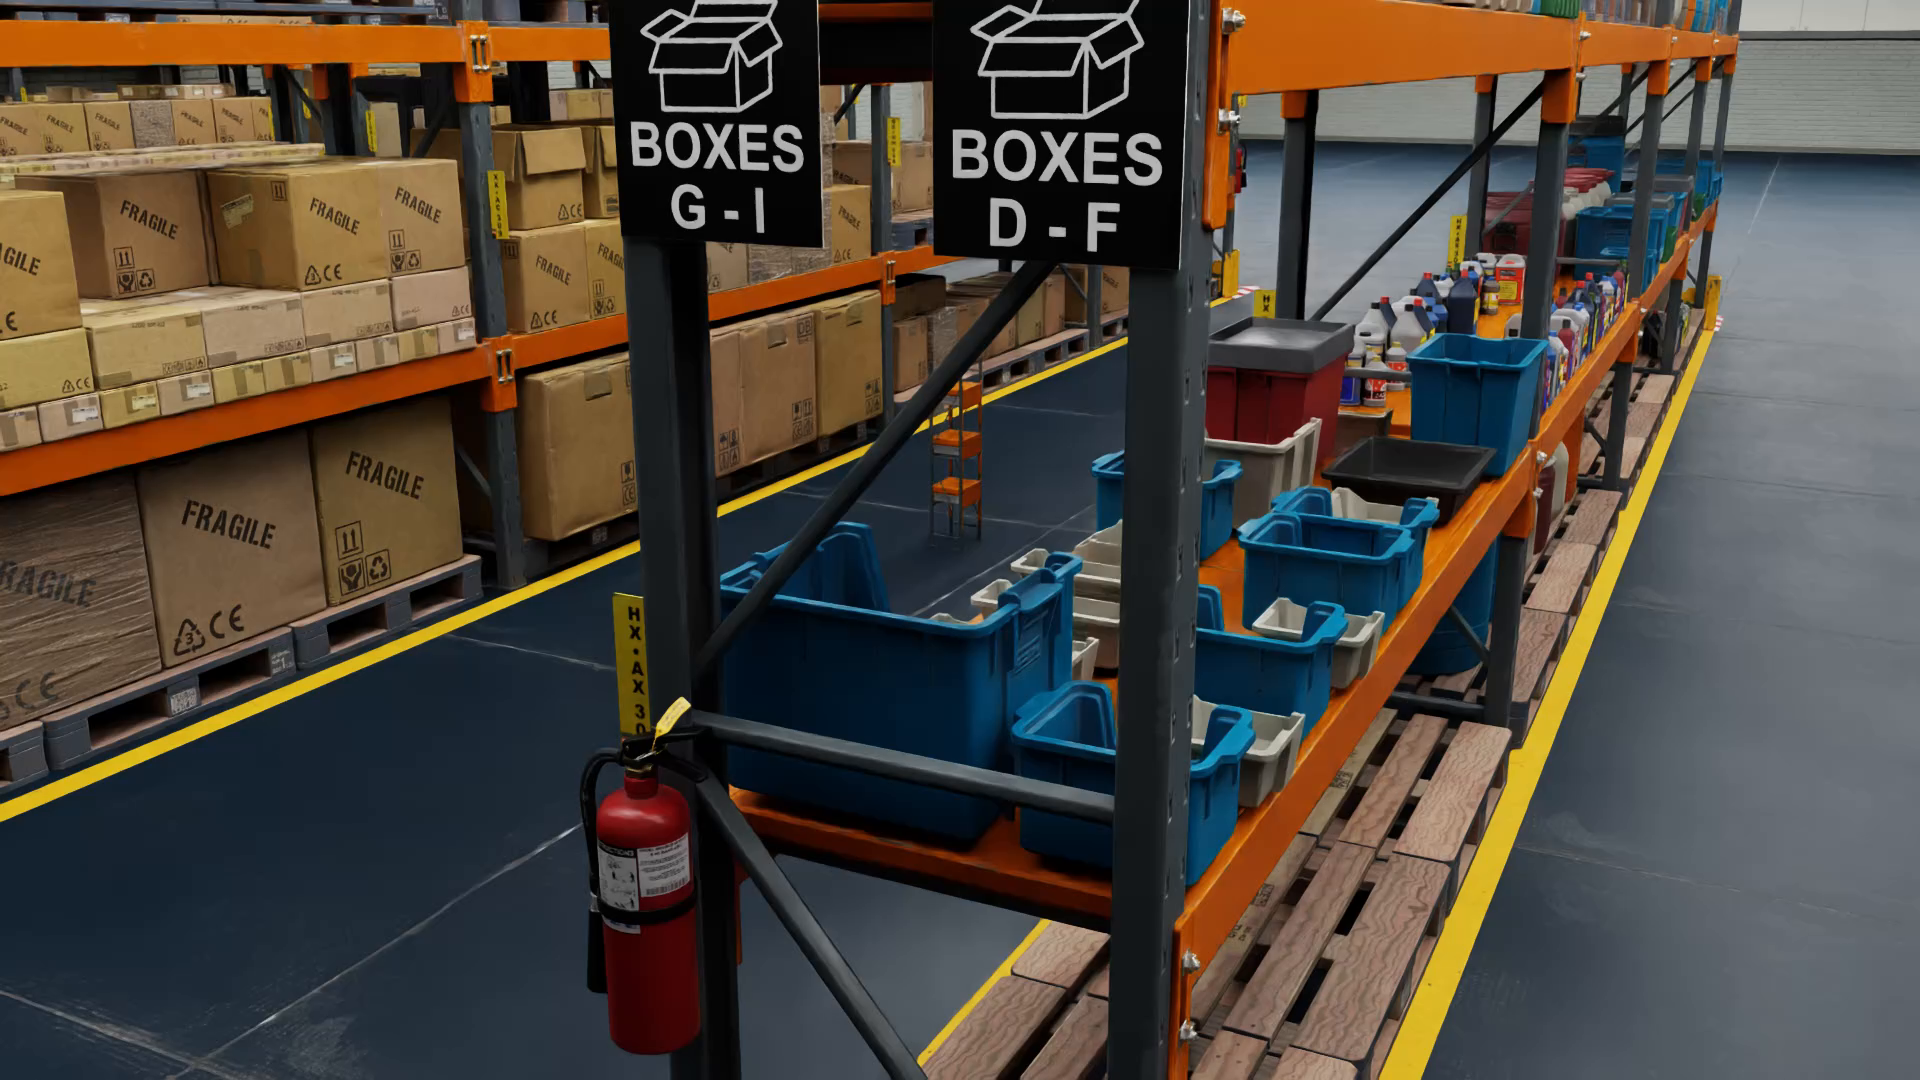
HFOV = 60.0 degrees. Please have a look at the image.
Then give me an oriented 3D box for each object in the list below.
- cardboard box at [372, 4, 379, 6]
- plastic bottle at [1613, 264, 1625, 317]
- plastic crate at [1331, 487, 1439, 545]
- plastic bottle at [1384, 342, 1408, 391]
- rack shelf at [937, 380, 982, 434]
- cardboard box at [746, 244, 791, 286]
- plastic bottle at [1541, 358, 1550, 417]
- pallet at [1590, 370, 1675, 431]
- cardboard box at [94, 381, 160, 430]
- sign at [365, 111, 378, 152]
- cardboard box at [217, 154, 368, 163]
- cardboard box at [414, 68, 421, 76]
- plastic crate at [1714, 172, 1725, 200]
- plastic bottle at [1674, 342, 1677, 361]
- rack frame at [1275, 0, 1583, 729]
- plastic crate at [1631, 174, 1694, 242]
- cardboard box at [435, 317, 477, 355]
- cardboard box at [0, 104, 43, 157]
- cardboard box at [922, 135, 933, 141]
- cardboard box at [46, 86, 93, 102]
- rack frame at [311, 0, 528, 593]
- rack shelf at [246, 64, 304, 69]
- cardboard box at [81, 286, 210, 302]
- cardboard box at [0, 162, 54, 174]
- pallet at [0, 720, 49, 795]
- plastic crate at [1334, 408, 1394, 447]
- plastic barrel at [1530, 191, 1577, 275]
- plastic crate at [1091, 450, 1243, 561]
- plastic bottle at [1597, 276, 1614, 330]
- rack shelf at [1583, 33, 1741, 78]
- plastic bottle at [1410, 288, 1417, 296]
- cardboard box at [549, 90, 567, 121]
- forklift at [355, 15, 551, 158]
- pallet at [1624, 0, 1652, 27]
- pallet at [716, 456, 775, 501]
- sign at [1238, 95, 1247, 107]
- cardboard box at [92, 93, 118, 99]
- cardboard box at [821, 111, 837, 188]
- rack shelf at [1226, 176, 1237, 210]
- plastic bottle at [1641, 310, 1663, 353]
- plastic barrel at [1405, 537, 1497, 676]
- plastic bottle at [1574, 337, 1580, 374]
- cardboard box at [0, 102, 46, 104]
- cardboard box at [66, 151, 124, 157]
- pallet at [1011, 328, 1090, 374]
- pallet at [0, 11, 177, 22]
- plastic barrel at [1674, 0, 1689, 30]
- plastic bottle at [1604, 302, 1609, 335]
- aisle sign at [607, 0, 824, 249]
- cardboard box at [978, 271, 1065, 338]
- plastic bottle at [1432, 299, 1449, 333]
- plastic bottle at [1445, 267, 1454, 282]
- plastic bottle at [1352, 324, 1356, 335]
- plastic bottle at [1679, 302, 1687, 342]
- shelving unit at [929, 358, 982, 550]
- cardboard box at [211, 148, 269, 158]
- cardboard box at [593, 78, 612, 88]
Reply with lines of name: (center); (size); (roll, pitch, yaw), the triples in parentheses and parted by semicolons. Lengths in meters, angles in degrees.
cardboard box: (-5.147, -4.870, 14.628); (0.500, 0.311, 0.500); (8, 18, 25)
plastic bottle: (3.575, -1.362, 9.048); (0.061, 0.283, 0.133); (8, 18, 25)
plastic crate: (1.181, -0.036, 4.735); (0.293, 0.136, 0.466); (8, 18, 25)
plastic bottle: (1.860, -0.744, 7.109); (0.097, 0.201, 0.097); (0, 17, 0)
rack shelf: (-0.024, -0.752, 9.251); (0.215, 0.259, 0.240); (8, 18, 25)
cardboard box: (-1.409, -1.896, 10.465); (0.500, 0.500, 0.500); (7, 18, 24)
plastic bottle: (2.295, -0.633, 6.591); (0.061, 0.283, 0.133); (8, 18, 25)
pallet: (4.949, -1.112, 12.896); (1.003, 0.211, 1.213); (8, 18, 25)
cardboard box: (-3.388, -0.547, 6.538); (0.380, 0.149, 0.250); (8, 18, 24)
sign: (-4.856, -3.372, 13.714); (0.100, 0.325, 0.005); (8, 18, 25)
cardboard box: (-3.184, -1.586, 8.021); (0.500, 0.500, 0.500); (8, 18, 25)
cardboard box: (-6.993, -5.695, 20.975); (0.700, 0.500, 0.500); (8, 18, 25)
plastic crate: (7.096, -3.435, 16.083); (0.499, 0.251, 0.616); (8, 18, 25)
plastic bottle: (5.845, -1.574, 13.698); (0.097, 0.201, 0.097); (0, 17, 0)
rack frame: (1.690, -0.616, 6.328); (1.000, 3.000, 0.127); (8, 18, 25)
plastic crate: (5.322, -2.522, 12.634); (0.402, 0.464, 0.583); (8, 18, 25)
cardboard box: (-2.584, -1.006, 8.084); (0.380, 0.149, 0.250); (8, 18, 26)
cardboard box: (-9.411, -4.002, 16.296); (0.500, 0.500, 0.500); (8, 18, 24)
cardboard box: (0.142, -3.081, 13.710); (0.797, 0.503, 0.637); (10, 19, 31)
cardboard box: (-9.340, -4.681, 17.440); (0.380, 0.149, 0.250); (7, 18, 23)
rack frame: (-2.741, -1.246, 8.450); (1.000, 3.000, 0.127); (8, 18, 25)
rack shelf: (-7.138, -6.147, 20.946); (1.077, 0.370, 4.000); (8, 18, 25)
cardboard box: (-3.638, -0.971, 7.267); (0.500, 0.250, 0.500); (9, 19, 27)
cardboard box: (-6.309, -2.447, 11.154); (0.380, 0.149, 0.250); (8, 18, 26)
pallet: (-4.241, 0.896, 6.136); (1.003, 0.211, 1.213); (8, 18, 25)
plastic crate: (1.354, -0.418, 6.020); (0.396, 0.136, 0.243); (8, 18, 25)
plastic barrel: (3.746, -1.977, 10.717); (0.421, 0.512, 0.421); (0, 17, 0)
plastic crate: (0.591, -0.101, 4.784); (0.416, 0.233, 0.300); (8, 18, 25)
plastic bottle: (3.333, -1.230, 8.625); (0.097, 0.271, 0.097); (0, 17, 0)
rack shelf: (6.159, -4.256, 14.580); (1.077, 0.370, 4.000); (8, 18, 25)
plastic bottle: (2.192, -1.081, 8.100); (0.061, 0.283, 0.133); (8, 18, 25)
cardboard box: (-4.229, -4.080, 16.062); (0.700, 0.500, 0.500); (8, 18, 26)
forklift: (-3.830, -2.491, 12.762); (3.031, 2.935, 1.130); (16, 23, 43)
pallet: (3.048, -2.799, 8.745); (1.003, 0.211, 1.213); (8, 18, 25)
pallet: (-1.919, -0.427, 10.591); (1.003, 0.211, 1.213); (8, 18, 25)
sign: (3.109, -4.933, 18.276); (0.100, 0.325, 0.005); (8, 18, 25)
cardboard box: (-11.625, -5.986, 22.572); (0.380, 0.149, 0.250); (8, 18, 24)
cardboard box: (-1.295, -2.609, 11.103); (0.797, 0.503, 0.637); (9, 19, 27)
rack shelf: (1.728, -3.448, 17.128); (1.077, 0.370, 4.000); (8, 18, 25)
plastic bottle: (5.868, -1.765, 14.080); (0.144, 0.351, 0.185); (8, 18, 25)
plastic barrel: (1.949, 0.053, 7.027); (0.600, 0.901, 0.708); (8, 18, 25)
plastic bottle: (2.728, -0.852, 7.472); (0.097, 0.201, 0.097); (0, 17, 0)
cardboard box: (-9.643, -4.201, 16.966); (0.500, 0.500, 0.500); (8, 18, 24)
cardboard box: (-6.426, -2.796, 12.329); (0.380, 0.149, 0.250); (8, 18, 25)
pallet: (0.487, -1.748, 15.039); (1.003, 0.211, 1.213); (8, 18, 25)
pallet: (-6.301, -3.659, 11.636); (1.213, 0.211, 1.003); (8, 18, 25)
plastic barrel: (4.039, -3.494, 9.872); (0.600, 0.901, 0.600); (0, 17, 0)
plastic bottle: (3.246, -1.147, 8.468); (0.097, 0.201, 0.097); (0, 17, 0)
aisle sign: (-0.391, -0.862, 2.592); (0.394, 0.787, 0.004); (8, 18, 25)
cardboard box: (0.540, -2.142, 15.087); (0.700, 0.500, 0.500); (7, 18, 21)
plastic bottle: (2.249, -0.999, 7.846); (0.097, 0.271, 0.097); (0, 17, 0)
plastic bottle: (2.584, -1.304, 8.853); (0.061, 0.283, 0.133); (8, 18, 25)
plastic bottle: (1.640, -0.766, 7.040); (0.061, 0.283, 0.133); (8, 18, 25)
plastic bottle: (6.271, -1.904, 14.545); (0.144, 0.351, 0.185); (8, 18, 25)
shelving unit: (-0.024, -0.490, 9.329); (0.215, 1.050, 0.252); (8, 18, 25)
cardboard box: (-5.502, -2.905, 12.697); (0.380, 0.149, 0.250); (9, 19, 27)
cardboard box: (-3.363, -4.619, 17.649); (0.875, 0.550, 0.550); (8, 18, 25)
